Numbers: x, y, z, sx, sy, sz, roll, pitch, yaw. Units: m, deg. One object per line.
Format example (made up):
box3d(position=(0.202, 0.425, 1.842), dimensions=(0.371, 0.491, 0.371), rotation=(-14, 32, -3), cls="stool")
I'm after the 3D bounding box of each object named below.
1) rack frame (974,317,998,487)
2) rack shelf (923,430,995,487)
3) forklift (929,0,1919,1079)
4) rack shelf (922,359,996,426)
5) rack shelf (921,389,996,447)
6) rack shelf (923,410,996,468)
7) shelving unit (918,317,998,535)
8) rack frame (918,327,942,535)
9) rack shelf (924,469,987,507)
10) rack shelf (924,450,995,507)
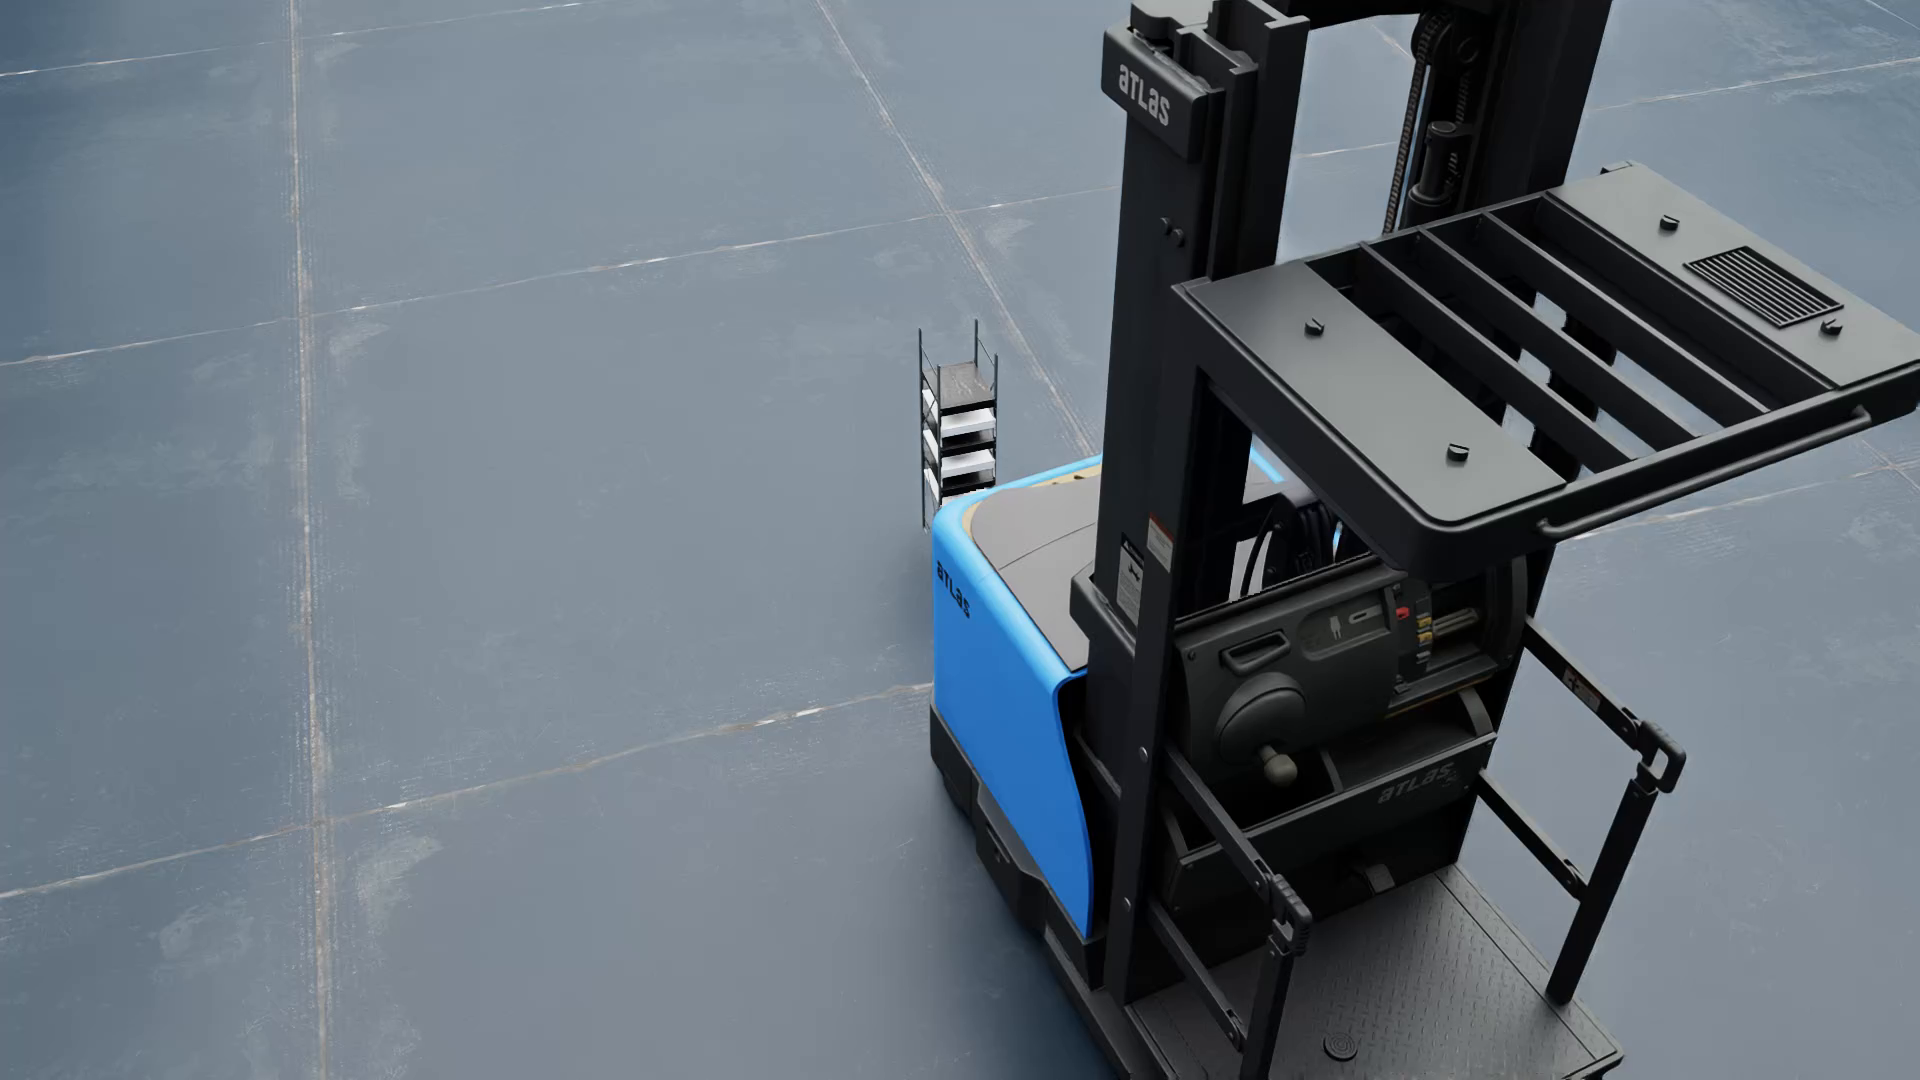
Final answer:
box3d(position=(0.089, -0.357, 5.975), dimensions=(0.006, 0.900, 0.240), rotation=(-12, 42, -13), cls="rack frame")
box3d(position=(-0.008, -0.312, 5.974), dimensions=(0.200, 0.077, 0.258), rotation=(-12, 42, -13), cls="rack shelf")
box3d(position=(1.000, 0.342, 3.631), dimensions=(1.130, 2.935, 3.031), rotation=(-18, 44, -19), cls="forklift")
box3d(position=(-0.008, -0.516, 5.796), dimensions=(0.200, 0.077, 0.258), rotation=(-12, 42, -13), cls="rack shelf")
box3d(position=(-0.008, -0.448, 5.856), dimensions=(0.200, 0.077, 0.258), rotation=(-12, 42, -13), cls="rack shelf")
box3d(position=(-0.008, -0.380, 5.915), dimensions=(0.200, 0.077, 0.258), rotation=(-12, 42, -13), cls="rack shelf")
box3d(position=(-0.008, -0.337, 5.952), dimensions=(0.210, 0.900, 0.258), rotation=(-12, 42, -13), cls="shelving unit")
box3d(position=(-0.105, -0.317, 5.929), dimensions=(0.006, 0.900, 0.240), rotation=(-12, 42, -13), cls="rack frame")
box3d(position=(-0.008, -0.177, 6.092), dimensions=(0.200, 0.077, 0.258), rotation=(-12, 42, -13), cls="rack shelf")
box3d(position=(-0.008, -0.244, 6.033), dimensions=(0.200, 0.077, 0.258), rotation=(-12, 42, -13), cls="rack shelf")
